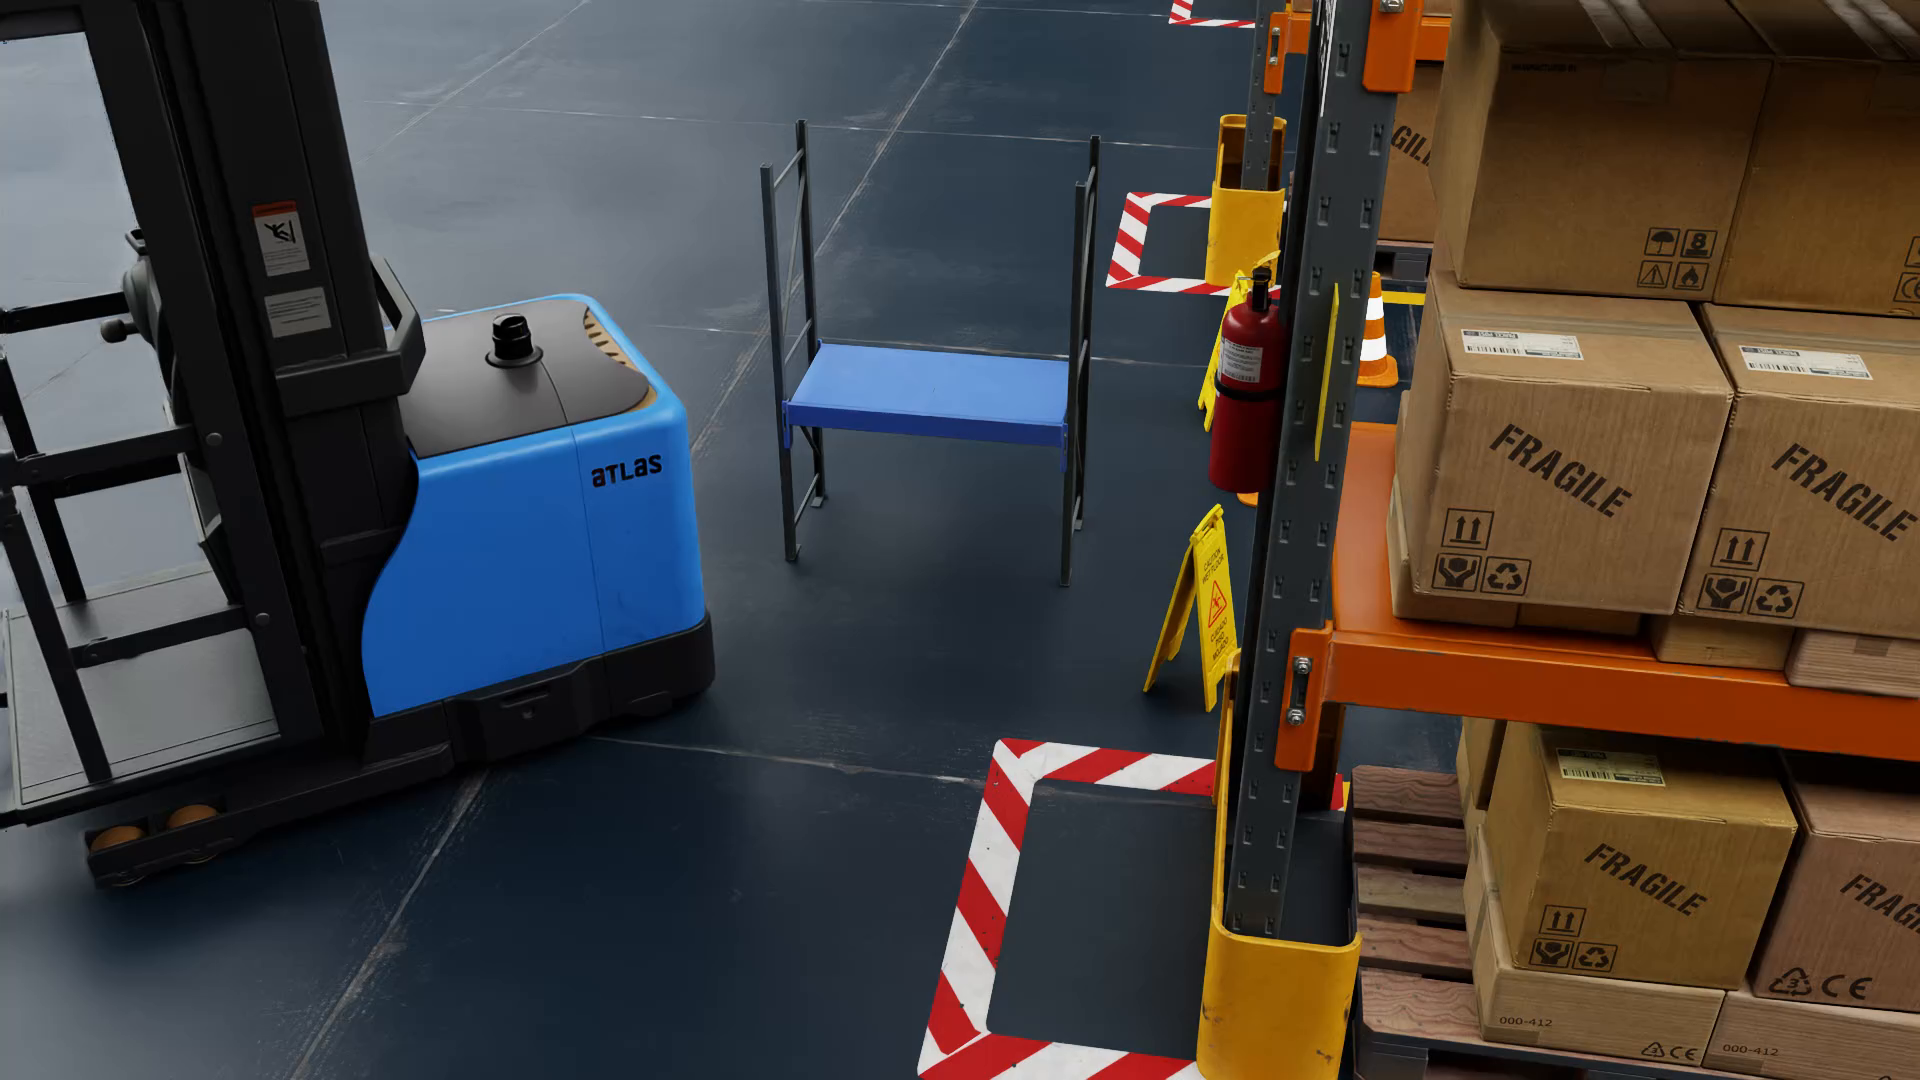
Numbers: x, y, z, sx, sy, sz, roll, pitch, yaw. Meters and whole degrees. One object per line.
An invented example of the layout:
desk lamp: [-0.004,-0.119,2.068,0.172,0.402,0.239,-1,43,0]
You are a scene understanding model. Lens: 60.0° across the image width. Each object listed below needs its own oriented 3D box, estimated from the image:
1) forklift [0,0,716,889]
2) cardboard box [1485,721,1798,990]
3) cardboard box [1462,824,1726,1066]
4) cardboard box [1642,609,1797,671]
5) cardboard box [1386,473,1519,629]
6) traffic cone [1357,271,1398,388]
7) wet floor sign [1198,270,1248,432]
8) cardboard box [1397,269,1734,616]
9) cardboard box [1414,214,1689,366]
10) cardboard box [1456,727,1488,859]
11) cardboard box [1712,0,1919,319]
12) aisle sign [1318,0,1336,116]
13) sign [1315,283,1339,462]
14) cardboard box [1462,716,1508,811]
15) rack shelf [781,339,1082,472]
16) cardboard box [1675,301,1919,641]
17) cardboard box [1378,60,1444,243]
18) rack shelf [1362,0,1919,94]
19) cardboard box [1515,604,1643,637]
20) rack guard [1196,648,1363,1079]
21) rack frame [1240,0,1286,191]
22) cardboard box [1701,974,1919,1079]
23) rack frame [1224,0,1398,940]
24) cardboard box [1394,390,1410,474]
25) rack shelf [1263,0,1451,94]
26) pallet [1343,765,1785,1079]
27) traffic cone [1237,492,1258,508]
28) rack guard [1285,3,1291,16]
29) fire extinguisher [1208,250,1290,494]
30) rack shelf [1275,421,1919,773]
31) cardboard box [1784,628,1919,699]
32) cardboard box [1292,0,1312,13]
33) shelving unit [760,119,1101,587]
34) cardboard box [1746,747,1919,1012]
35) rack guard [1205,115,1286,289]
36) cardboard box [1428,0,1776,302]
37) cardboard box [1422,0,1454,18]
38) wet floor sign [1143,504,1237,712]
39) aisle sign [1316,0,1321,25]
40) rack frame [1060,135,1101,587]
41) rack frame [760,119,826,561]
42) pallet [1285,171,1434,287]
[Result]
forklift: [-2.342,-0.588,4.427,3.031,2.935,1.130,-16,35,-23]
cardboard box: [1.547,0.660,3.857,0.500,0.500,0.500,4,32,7]
cardboard box: [1.524,0.976,4.059,0.500,0.250,0.500,5,32,8]
cardboard box: [1.574,0.098,3.503,0.250,0.149,0.380,4,32,7]
cardboard box: [1.075,0.017,3.632,0.250,0.149,0.380,5,32,8]
traffic cone: [1.793,-0.961,7.348,0.334,0.463,0.336,5,32,8]
wet floor sign: [1.147,-0.795,6.912,0.232,0.644,0.267,0,32,0]
cardboard box: [1.195,-0.209,3.382,0.500,0.500,0.500,5,32,7]
cardboard box: [1.356,-0.492,3.835,0.500,0.500,0.500,5,32,7]
cardboard box: [1.641,0.693,4.511,0.500,0.250,0.500,5,32,8]
cardboard box: [1.813,-0.840,3.448,0.500,0.500,0.700,5,32,9]
aisle sign: [0.662,-1.173,2.847,0.004,0.787,0.394,5,32,8]
sign: [0.684,-0.311,3.104,0.005,0.325,0.100,5,32,8]
cardboard box: [1.609,0.377,4.310,0.500,0.500,0.500,5,32,9]
rack shelf: [-0.084,-0.491,5.960,1.000,0.185,0.538,5,32,8]
cardboard box: [1.706,-0.165,3.311,0.500,0.500,0.500,6,33,10]
cardboard box: [2.188,-2.077,8.348,0.875,0.875,0.875,5,32,8]
rack shelf: [2.747,-1.016,2.897,4.000,0.370,1.077,5,32,8]
cardboard box: [1.326,0.032,3.608,0.250,0.149,0.380,6,32,9]
rack guard: [0.850,0.838,4.440,0.348,0.500,1.175,5,32,8]
rack frame: [1.508,-2.826,7.938,0.127,3.000,1.000,5,32,8]
cardboard box: [2.026,1.026,3.980,0.500,0.250,0.500,6,33,10]
rack frame: [0.775,-0.228,3.787,0.127,3.000,1.000,5,32,8]
cardboard box: [1.180,-0.200,3.979,0.250,0.149,0.380,6,33,10]
rack shelf: [3.480,-2.343,7.843,4.000,0.370,1.077,5,32,8]
pallet: [1.645,1.052,4.371,1.213,0.211,1.003,5,32,8]
traffic cone: [1.268,-0.400,6.453,0.334,0.463,0.336,5,32,8]
rack guard: [2.517,-4.345,12.720,0.348,0.500,1.175,5,32,8]
fire extinguisher: [0.740,-0.447,4.209,0.183,0.674,0.296,5,32,8]
rack shelf: [2.747,0.255,3.693,4.000,0.370,1.077,5,32,8]
cardboard box: [1.817,0.145,3.428,0.250,0.149,0.380,6,32,9]
cardboard box: [1.882,-2.880,7.883,0.550,0.550,0.875,5,32,8]
shelving unit: [-0.084,-0.643,5.864,1.048,1.500,0.538,5,32,8]
cardboard box: [2.063,0.704,3.786,0.500,0.500,0.500,4,32,6]
rack guard: [1.485,-1.769,8.604,0.348,0.500,1.175,5,32,8]
cardboard box: [1.315,-0.889,3.526,0.500,0.500,0.700,4,32,7]
cardboard box: [2.427,-2.842,7.823,0.550,0.550,0.875,5,32,8]
wet floor sign: [0.768,0.193,5.333,0.232,0.644,0.267,17,36,25]
aisle sign: [0.763,-1.487,3.349,0.004,0.787,0.394,5,32,8]
rack frame: [0.417,-0.598,5.792,0.032,1.500,0.500,5,32,8]
rack frame: [-0.585,-0.689,5.937,0.032,1.500,0.500,5,32,8]
pallet: [2.310,-1.613,8.629,1.213,0.211,1.003,5,32,8]
